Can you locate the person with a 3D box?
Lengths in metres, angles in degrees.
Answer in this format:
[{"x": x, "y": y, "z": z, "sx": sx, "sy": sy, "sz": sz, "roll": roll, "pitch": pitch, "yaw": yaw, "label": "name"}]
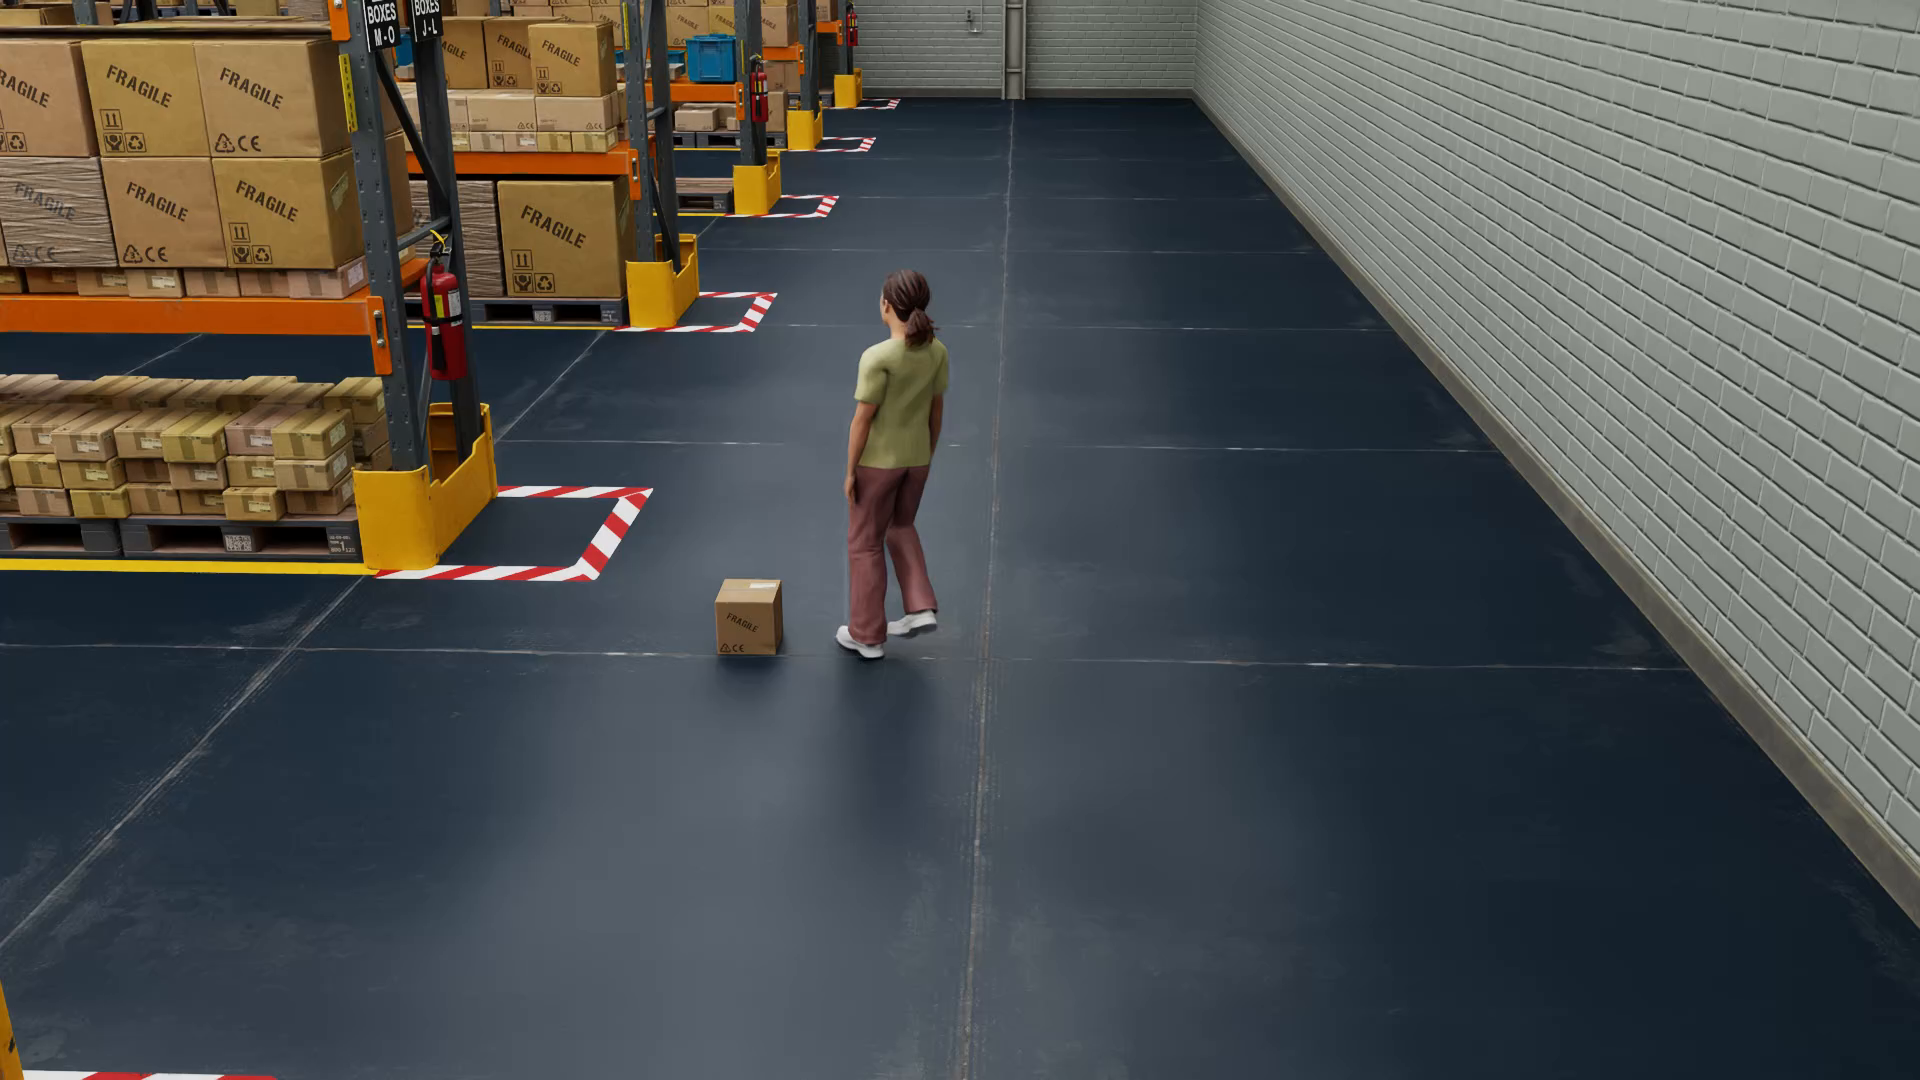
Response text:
[{"x": -0.302, "y": -0.306, "z": 6.880, "sx": 0.469, "sy": 1.668, "sz": 0.504, "roll": -17, "pitch": 26, "yaw": -37, "label": "person"}]
